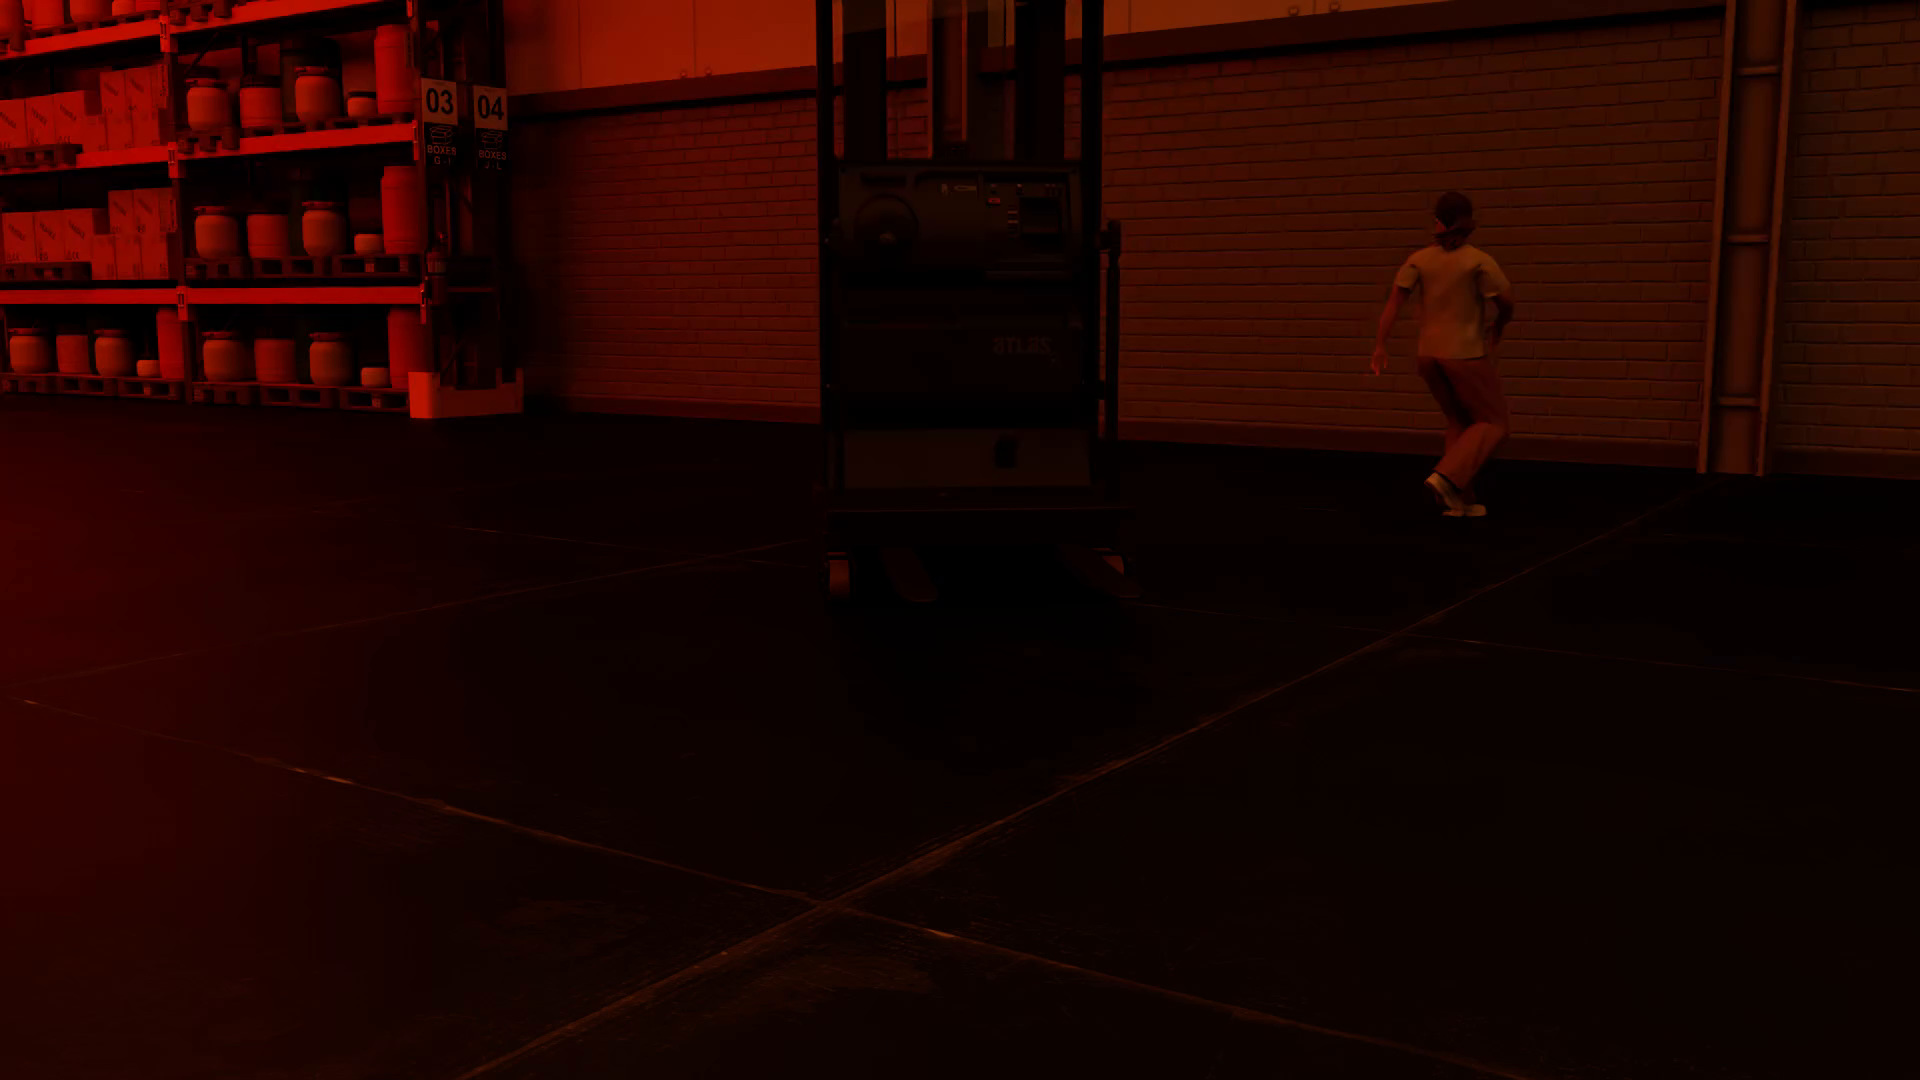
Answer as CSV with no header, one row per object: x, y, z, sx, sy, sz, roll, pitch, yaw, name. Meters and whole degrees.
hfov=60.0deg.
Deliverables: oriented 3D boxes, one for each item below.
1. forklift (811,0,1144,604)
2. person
0.028,-1.271,6.130,1.130,2.935,3.031,-1,8,-6,forklift
2.438,-0.907,8.269,0.610,1.621,0.607,-5,10,-33,person
